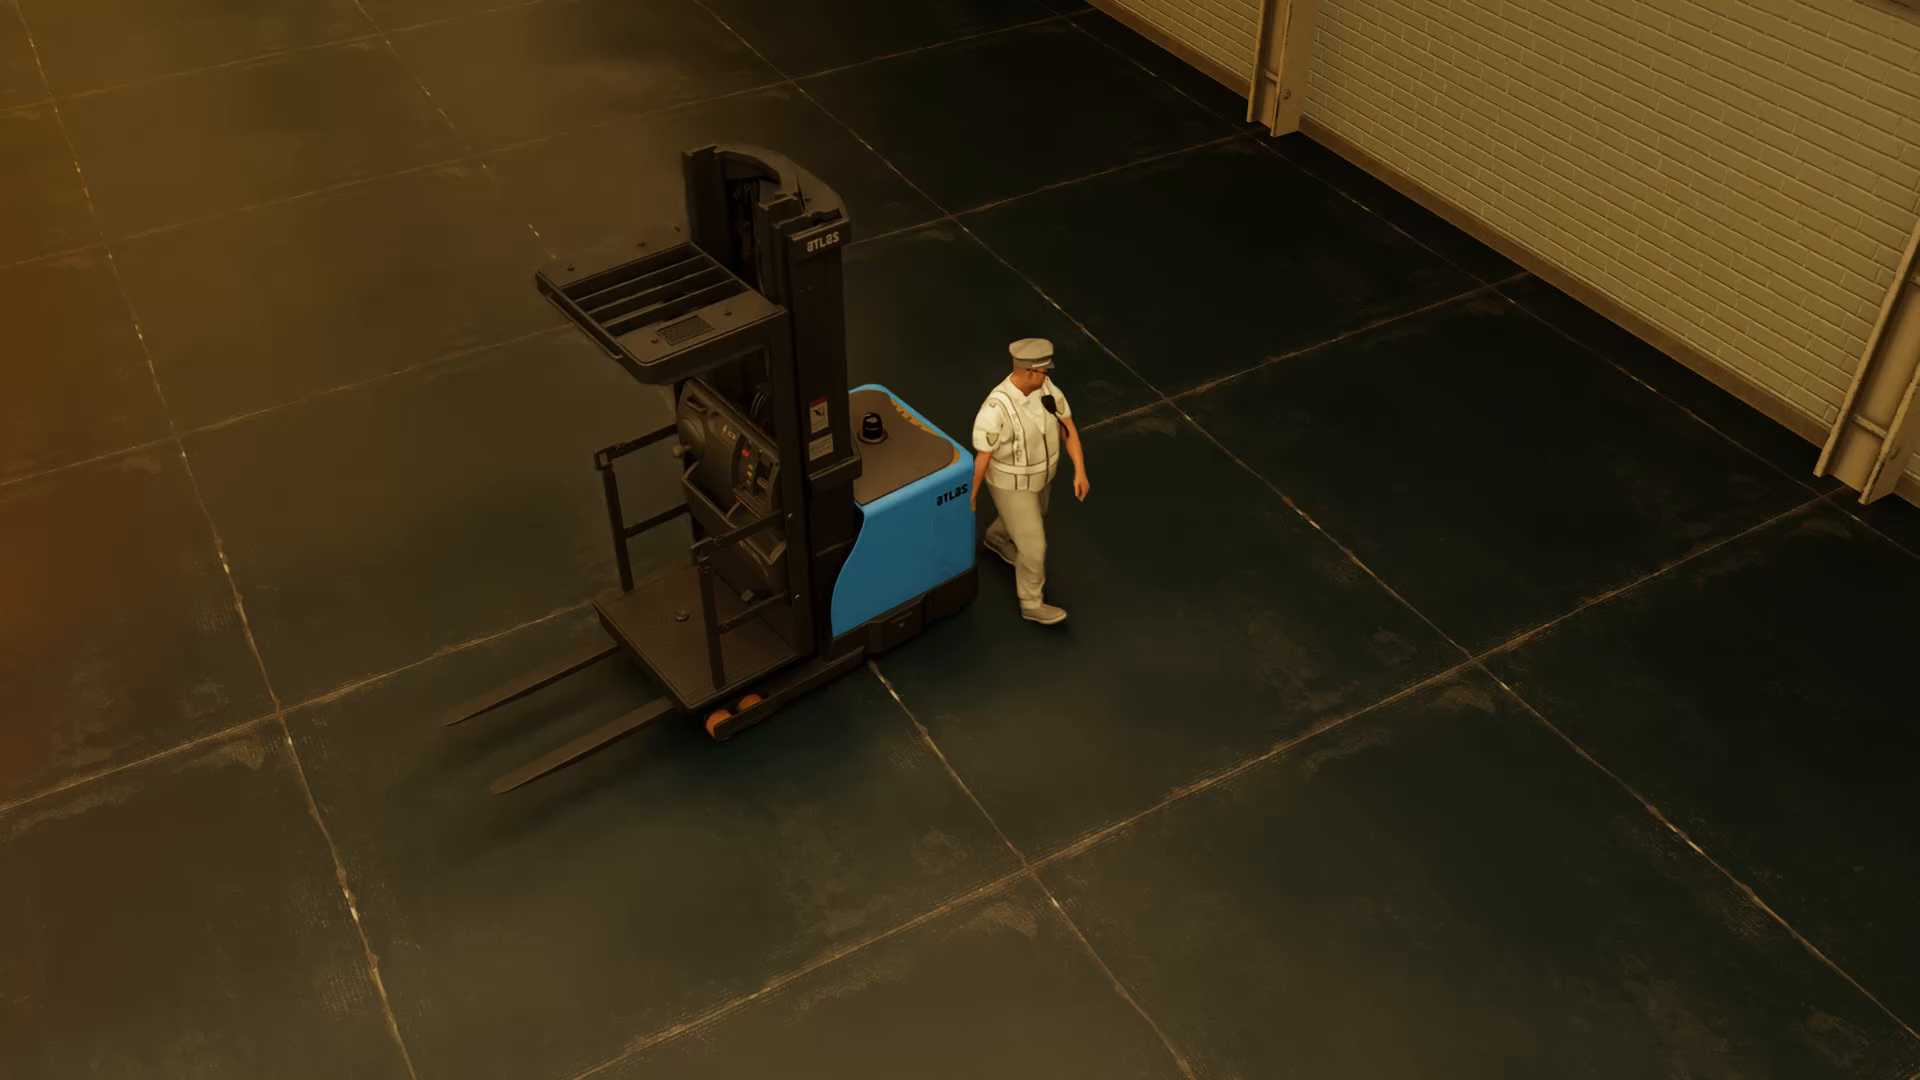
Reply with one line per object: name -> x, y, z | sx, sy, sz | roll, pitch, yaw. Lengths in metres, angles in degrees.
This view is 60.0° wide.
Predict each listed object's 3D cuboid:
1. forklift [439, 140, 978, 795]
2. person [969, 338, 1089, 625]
forklift -> -1.371, -0.426, 8.550 | 3.031, 2.935, 1.130 | -26, 46, -28
person -> 0.365, -0.337, 9.442 | 0.881, 1.681, 0.693 | 28, 47, 29
